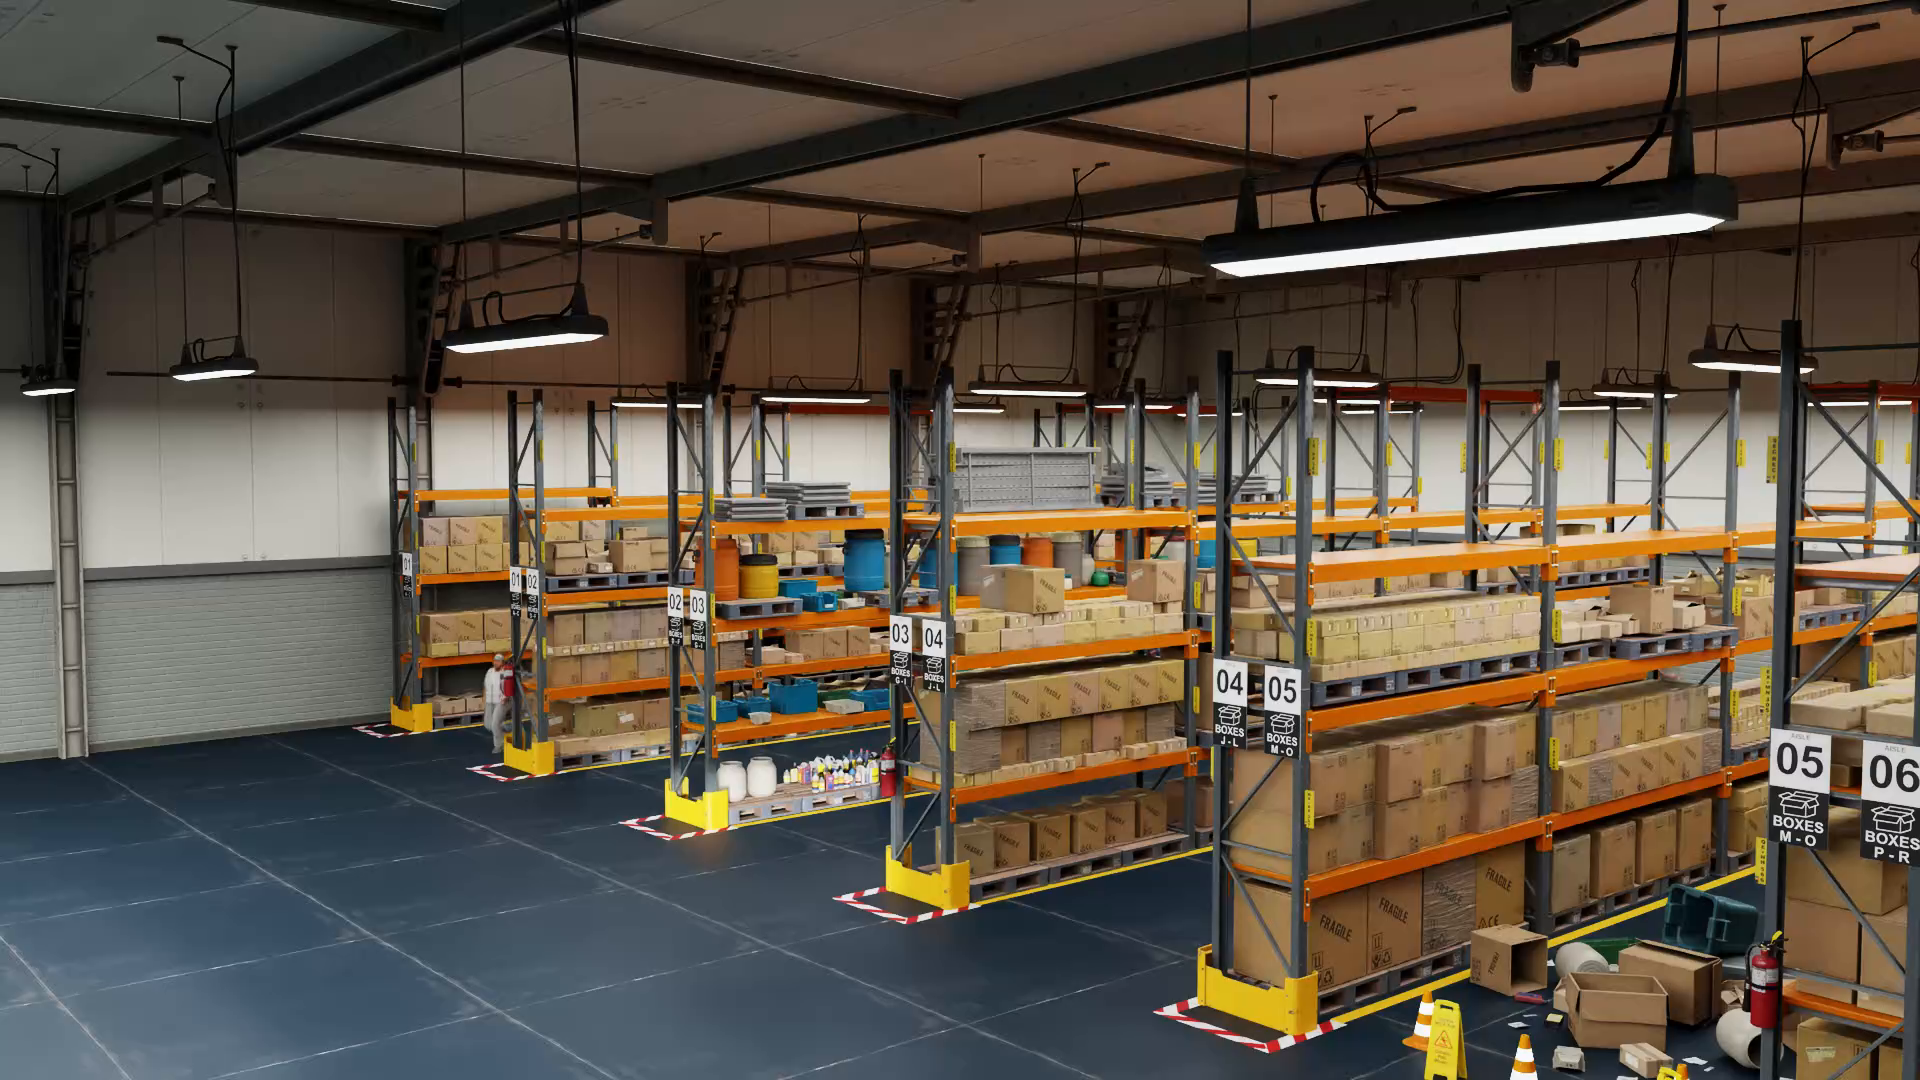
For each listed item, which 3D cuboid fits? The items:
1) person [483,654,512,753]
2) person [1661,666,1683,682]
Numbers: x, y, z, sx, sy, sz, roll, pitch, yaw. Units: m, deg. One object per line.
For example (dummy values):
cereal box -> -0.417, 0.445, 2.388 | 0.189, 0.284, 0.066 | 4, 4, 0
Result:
person -> -7.736, 2.729, 27.956 | 0.602, 1.647, 0.583 | 1, 3, 17
person -> 12.768, 2.623, 30.034 | 0.572, 1.585, 0.831 | -1, 4, -19
